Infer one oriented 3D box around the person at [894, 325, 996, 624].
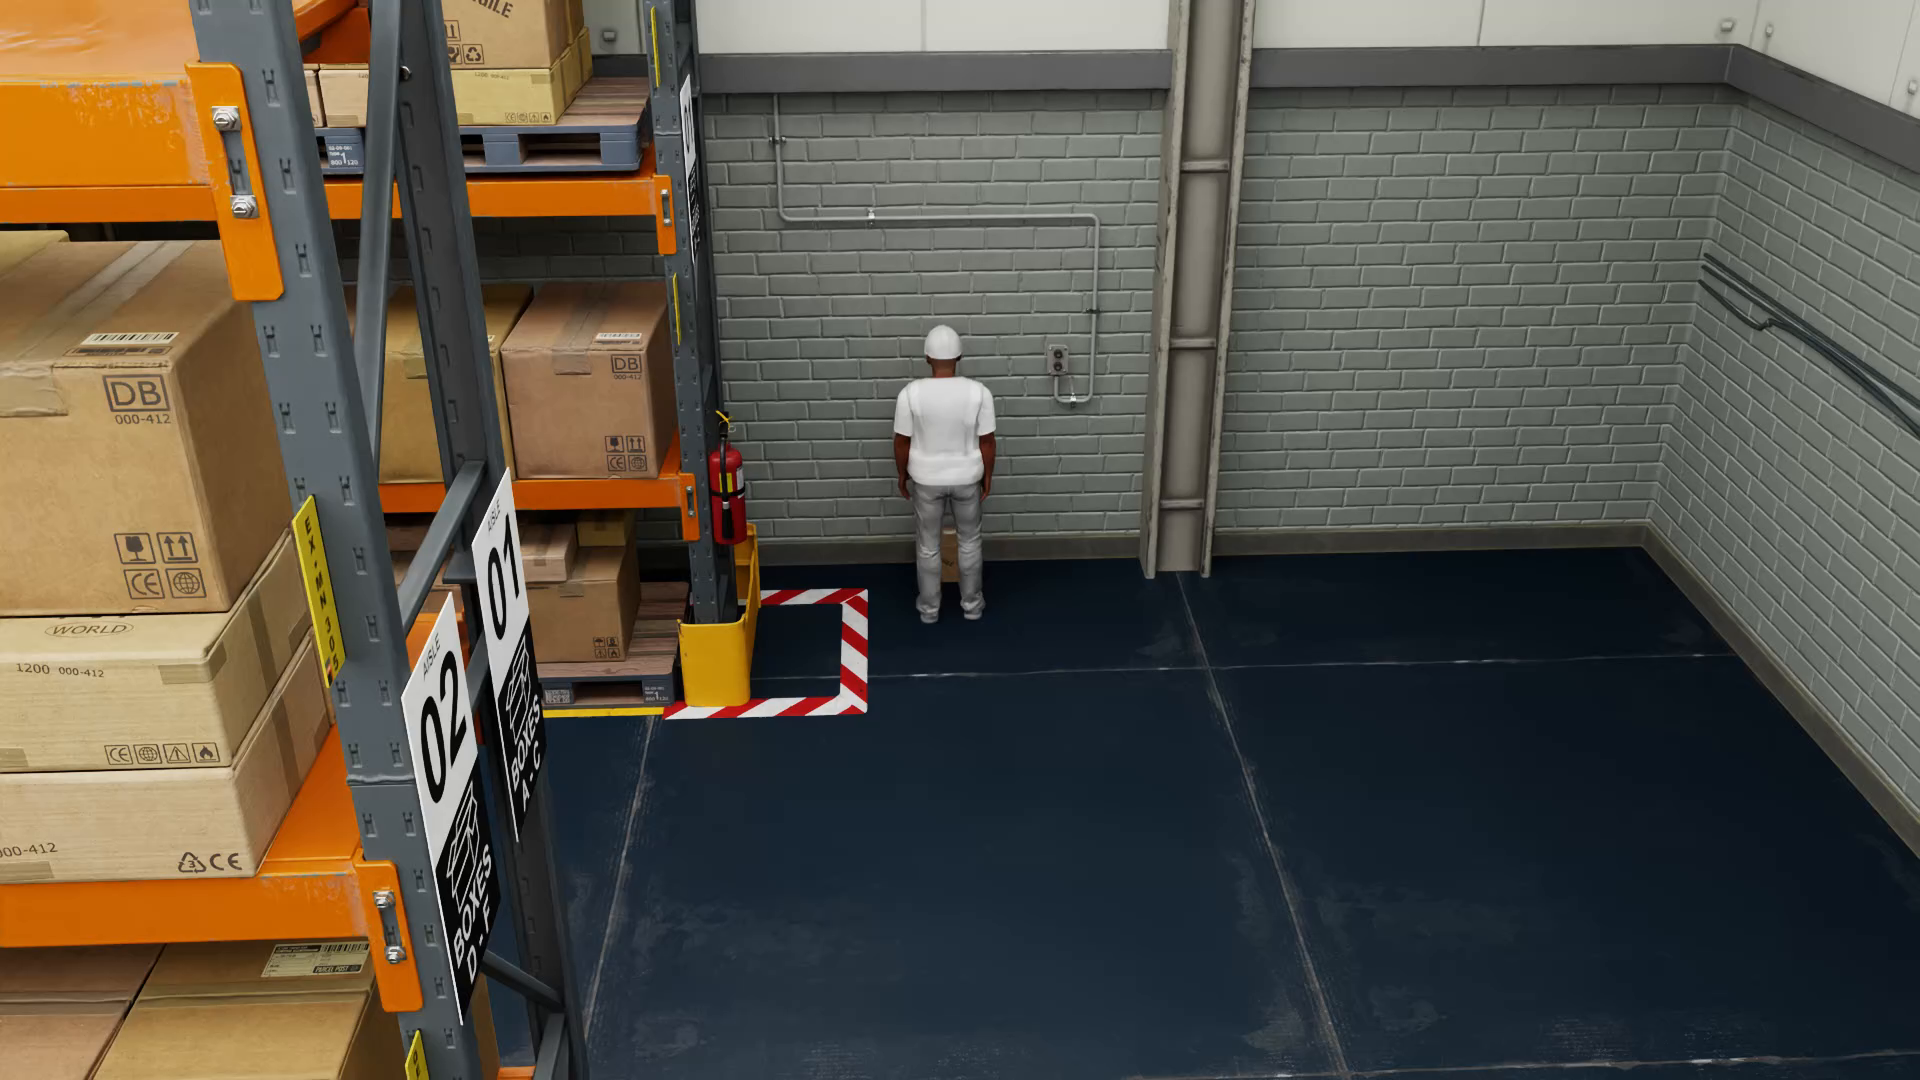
[{"bbox_3d":[-0.086,-0.359,9.298,0.562,1.777,0.379,-1,27,-2],"label":"person"}]
